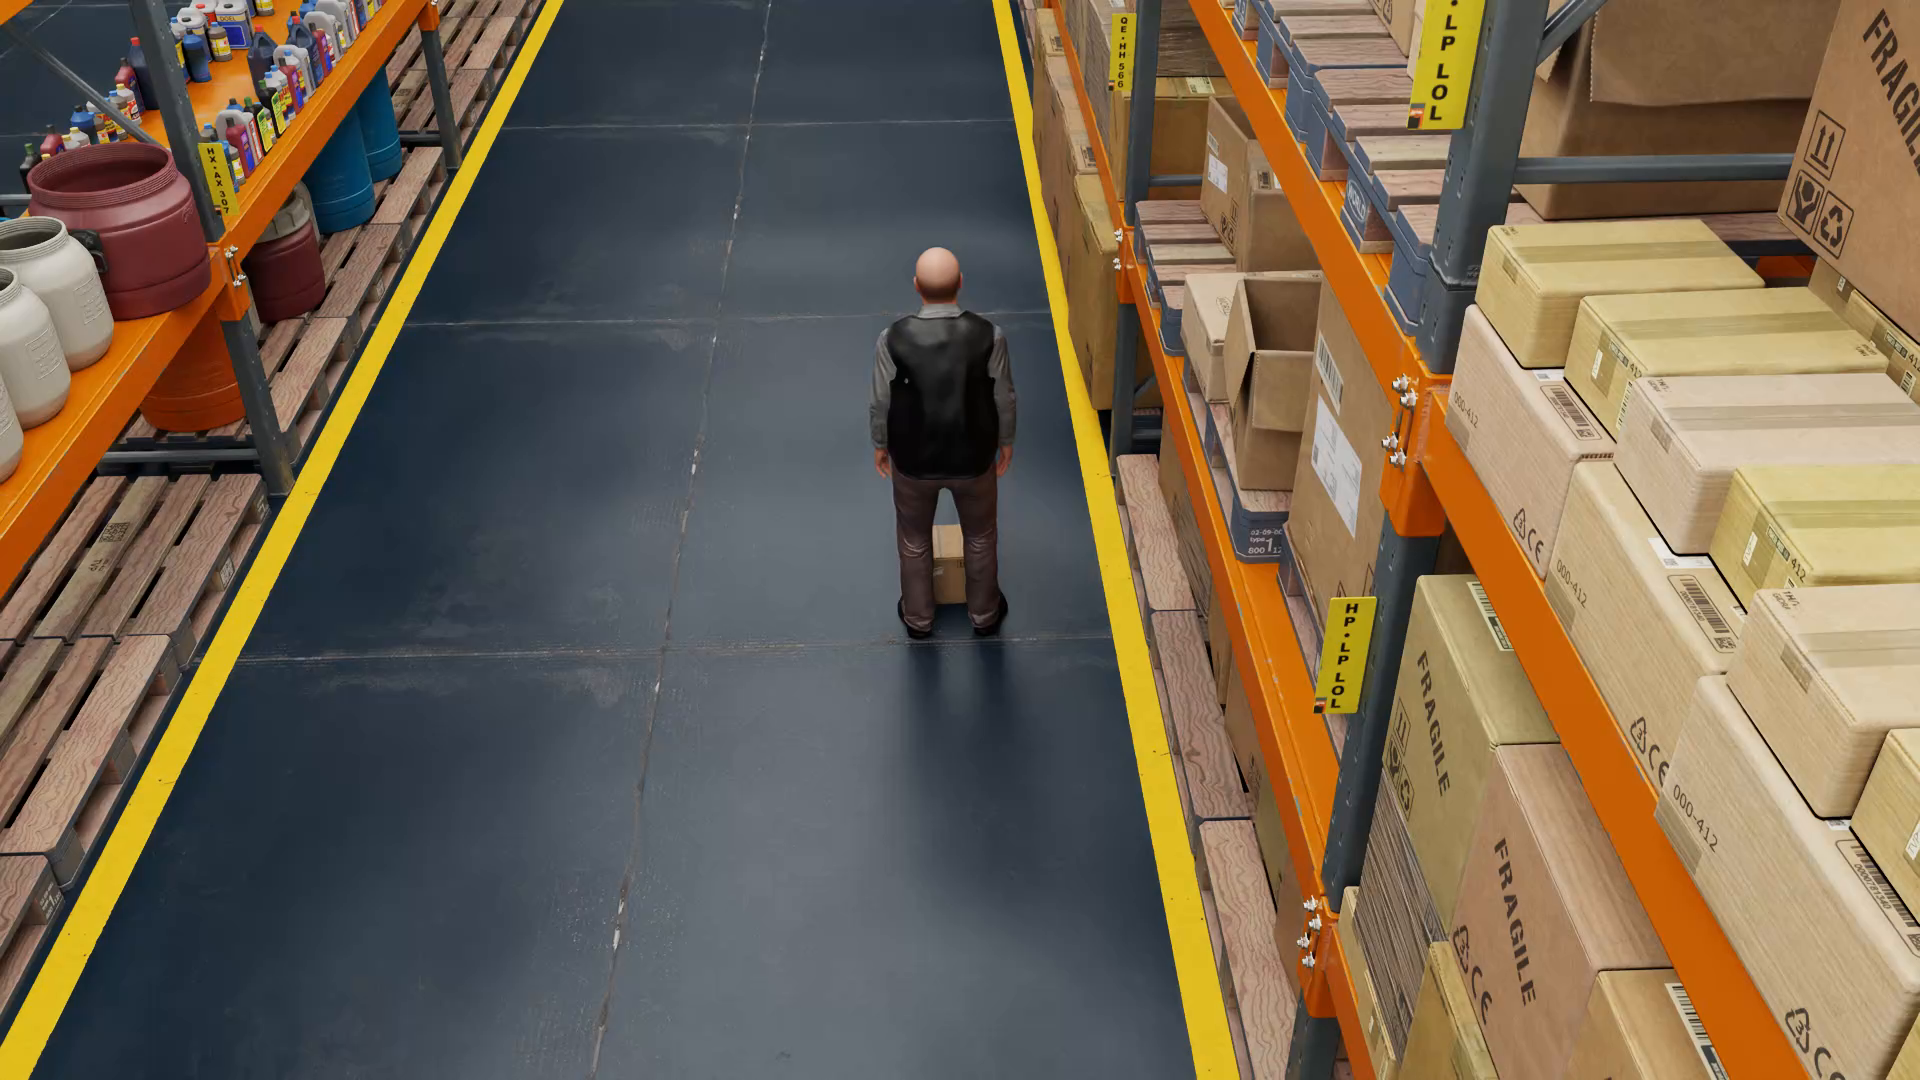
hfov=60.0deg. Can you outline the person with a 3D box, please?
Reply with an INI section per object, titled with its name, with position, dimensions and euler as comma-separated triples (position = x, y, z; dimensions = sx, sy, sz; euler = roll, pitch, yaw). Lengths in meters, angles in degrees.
[person]
position = -0.065, -0.336, 6.644
dimensions = 0.580, 1.721, 0.418
euler = -1, 35, -2
